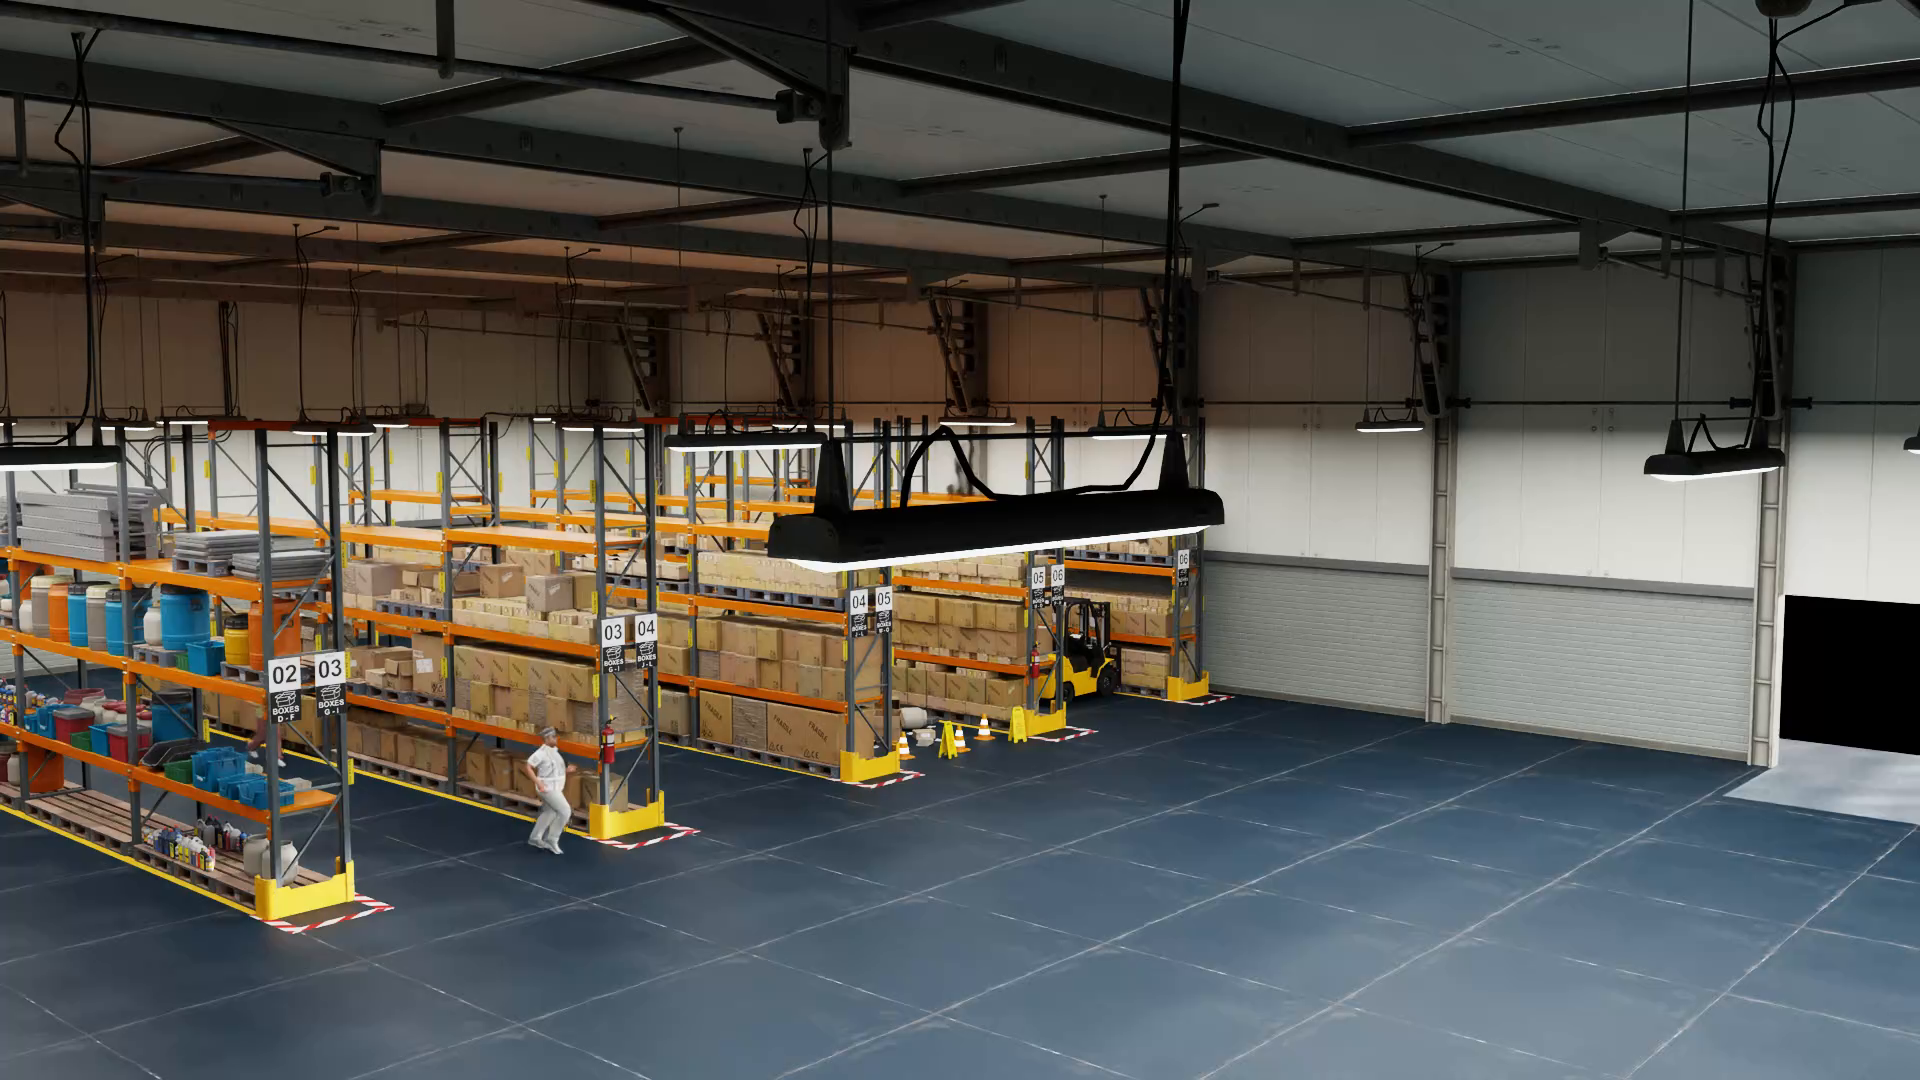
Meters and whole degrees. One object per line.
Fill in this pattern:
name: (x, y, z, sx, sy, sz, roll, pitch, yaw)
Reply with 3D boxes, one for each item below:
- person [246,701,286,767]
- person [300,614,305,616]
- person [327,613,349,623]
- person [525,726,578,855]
person: (-12.108, 3.087, 28.971, 0.953, 1.677, 0.577, 3, 6, 32)
person: (-14.188, 2.479, 35.856, 0.794, 1.775, 0.683, 3, 5, 29)
person: (-14.844, 2.214, 39.531, 0.551, 1.718, 0.765, 0, 5, 2)
person: (-5.740, 3.517, 23.363, 0.742, 1.826, 0.610, 0, 5, -1)
